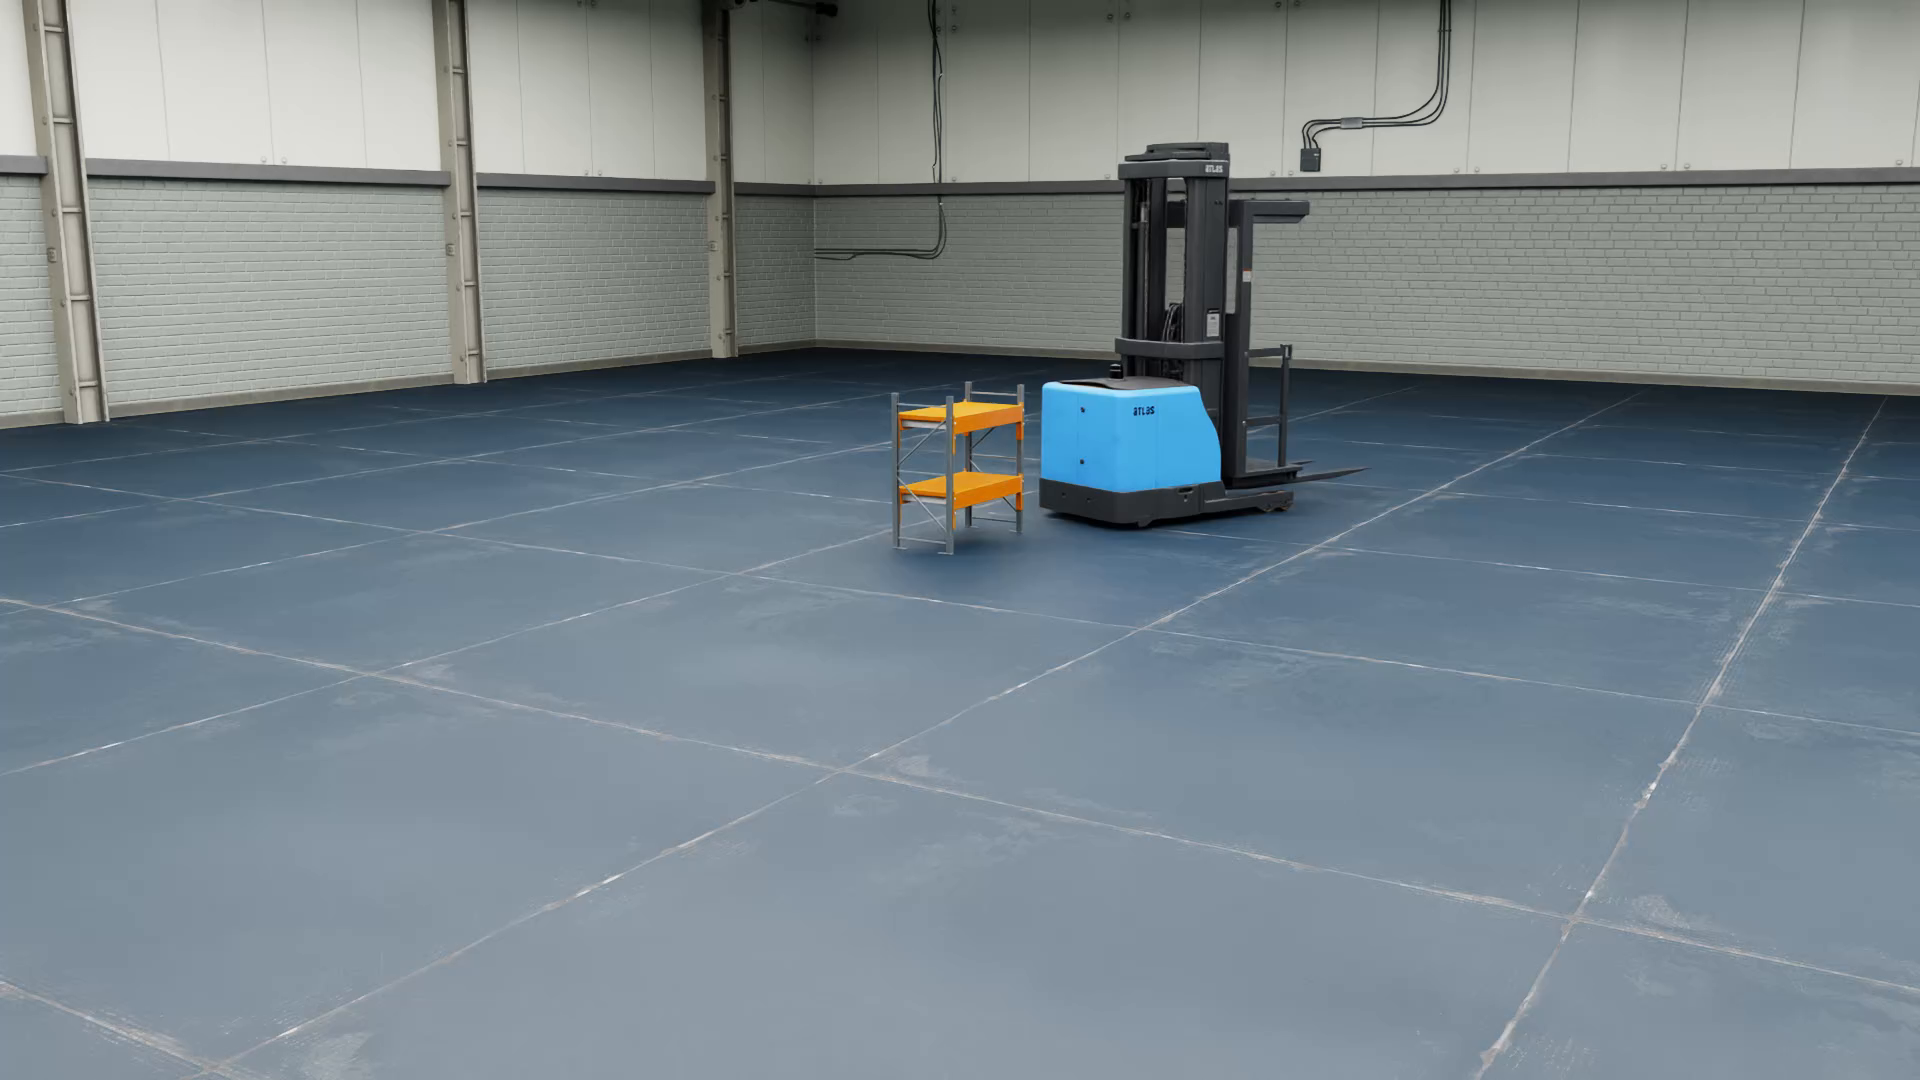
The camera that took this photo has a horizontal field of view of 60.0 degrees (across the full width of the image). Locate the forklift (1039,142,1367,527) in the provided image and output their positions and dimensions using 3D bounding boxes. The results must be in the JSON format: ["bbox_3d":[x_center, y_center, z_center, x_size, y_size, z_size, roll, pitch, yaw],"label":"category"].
[{"bbox_3d":[2.129,-1.730,13.646,3.031,2.935,1.130,-8,13,-36],"label":"forklift"}]

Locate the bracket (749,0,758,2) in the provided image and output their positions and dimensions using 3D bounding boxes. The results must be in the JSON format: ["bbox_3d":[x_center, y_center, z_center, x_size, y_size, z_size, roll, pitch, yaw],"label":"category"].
[{"bbox_3d":[-3.732,-9.532,29.048,0.235,0.232,0.430,6,12,31],"label":"bracket"}]

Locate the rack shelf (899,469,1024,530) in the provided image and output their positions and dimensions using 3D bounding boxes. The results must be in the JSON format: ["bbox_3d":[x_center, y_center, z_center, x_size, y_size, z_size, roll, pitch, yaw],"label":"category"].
[{"bbox_3d":[-0.004,-0.311,12.304,0.538,0.278,1.000,6,12,31],"label":"rack shelf"}]

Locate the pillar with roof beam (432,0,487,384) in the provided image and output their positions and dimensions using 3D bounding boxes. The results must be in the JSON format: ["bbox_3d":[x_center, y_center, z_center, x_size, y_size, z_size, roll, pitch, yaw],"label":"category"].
[{"bbox_3d":[-3.686,-6.377,21.975,9.100,9.000,0.400,6,12,31],"label":"pillar with roof beam"}]

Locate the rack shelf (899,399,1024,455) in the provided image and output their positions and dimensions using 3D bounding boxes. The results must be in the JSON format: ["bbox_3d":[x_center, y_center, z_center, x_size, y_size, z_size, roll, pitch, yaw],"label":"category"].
[{"bbox_3d":[-0.004,-0.840,12.206,0.538,0.278,1.000,6,12,31],"label":"rack shelf"}]

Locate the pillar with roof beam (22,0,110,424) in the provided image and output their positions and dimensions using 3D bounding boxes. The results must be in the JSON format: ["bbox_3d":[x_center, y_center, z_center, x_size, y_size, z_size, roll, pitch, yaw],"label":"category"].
[{"bbox_3d":[-6.801,-5.433,16.934,9.100,9.000,0.400,6,12,31],"label":"pillar with roof beam"}]

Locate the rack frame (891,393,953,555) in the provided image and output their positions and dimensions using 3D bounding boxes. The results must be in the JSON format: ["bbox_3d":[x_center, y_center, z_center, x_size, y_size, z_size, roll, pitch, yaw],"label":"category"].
[{"bbox_3d":[-0.267,-0.472,11.832,0.500,1.125,0.032,6,12,31],"label":"rack frame"}]

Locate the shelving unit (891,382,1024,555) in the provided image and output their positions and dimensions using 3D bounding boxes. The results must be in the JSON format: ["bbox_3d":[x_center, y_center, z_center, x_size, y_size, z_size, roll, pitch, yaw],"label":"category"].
[{"bbox_3d":[-0.004,-0.552,12.259,0.538,1.125,1.048,6,12,31],"label":"shelving unit"}]

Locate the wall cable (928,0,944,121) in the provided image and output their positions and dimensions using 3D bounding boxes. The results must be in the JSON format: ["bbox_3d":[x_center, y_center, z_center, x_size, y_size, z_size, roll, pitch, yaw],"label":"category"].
[{"bbox_3d":[0.721,-8.766,29.453,3.097,2.526,0.112,6,12,31],"label":"wall cable"}]

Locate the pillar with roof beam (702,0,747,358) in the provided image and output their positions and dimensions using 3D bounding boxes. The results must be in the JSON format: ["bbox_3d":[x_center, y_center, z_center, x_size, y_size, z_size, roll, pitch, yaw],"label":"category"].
[{"bbox_3d":[-0.571,-7.320,27.015,9.100,9.000,0.548,6,12,31],"label":"pillar with roof beam"}]

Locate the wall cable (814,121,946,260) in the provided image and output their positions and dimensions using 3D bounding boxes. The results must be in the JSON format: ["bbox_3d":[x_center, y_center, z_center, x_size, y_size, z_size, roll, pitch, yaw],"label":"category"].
[{"bbox_3d":[-1.591,-6.542,31.298,3.097,2.526,0.112,6,12,31],"label":"wall cable"}]

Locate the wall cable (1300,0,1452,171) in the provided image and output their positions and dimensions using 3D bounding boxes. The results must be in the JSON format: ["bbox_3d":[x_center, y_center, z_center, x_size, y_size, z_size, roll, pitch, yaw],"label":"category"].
[{"bbox_3d":[6.515,-8.831,25.841,2.305,6.003,0.169,6,12,31],"label":"wall cable"}]

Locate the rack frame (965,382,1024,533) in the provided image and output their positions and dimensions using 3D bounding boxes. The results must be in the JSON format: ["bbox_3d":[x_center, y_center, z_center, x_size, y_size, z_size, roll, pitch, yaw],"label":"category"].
[{"bbox_3d":[0.260,-0.632,12.687,0.500,1.125,0.032,6,12,31],"label":"rack frame"}]

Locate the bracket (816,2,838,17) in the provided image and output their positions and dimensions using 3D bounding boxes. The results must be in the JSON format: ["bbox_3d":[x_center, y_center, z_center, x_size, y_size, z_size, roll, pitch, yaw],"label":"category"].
[{"bbox_3d":[-2.501,-9.905,31.039,0.235,0.232,0.430,6,12,31],"label":"bracket"}]

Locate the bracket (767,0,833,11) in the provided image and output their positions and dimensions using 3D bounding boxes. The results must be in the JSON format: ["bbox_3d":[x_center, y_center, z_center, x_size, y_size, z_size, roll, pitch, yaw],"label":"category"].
[{"bbox_3d":[-2.808,-9.812,30.543,0.076,0.066,3.189,6,12,31],"label":"bracket"}]
